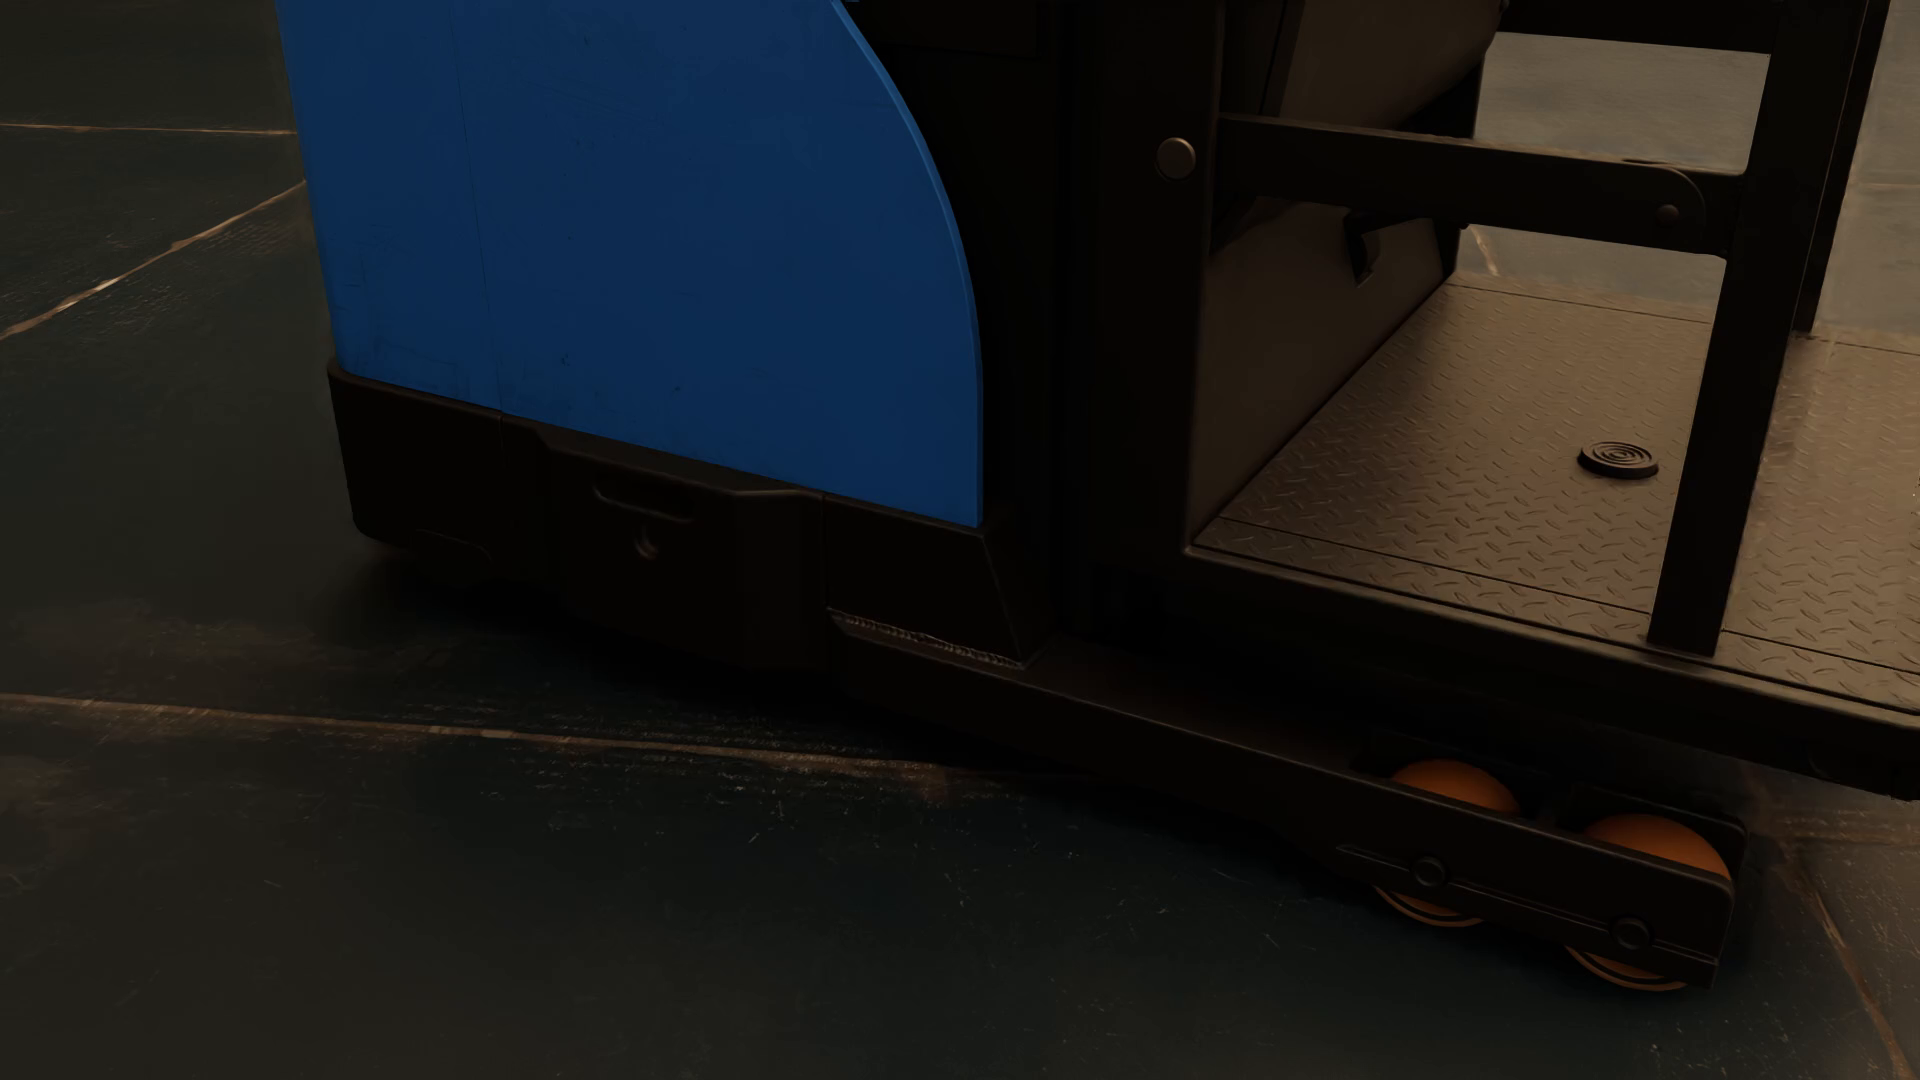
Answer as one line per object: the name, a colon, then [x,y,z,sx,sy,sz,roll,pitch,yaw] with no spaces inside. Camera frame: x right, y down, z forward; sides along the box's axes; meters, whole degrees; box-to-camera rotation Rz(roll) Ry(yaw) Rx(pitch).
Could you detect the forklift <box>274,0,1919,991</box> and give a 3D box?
forklift: [0.663,-1.145,1.513,3.031,2.935,1.130,14,30,26]
